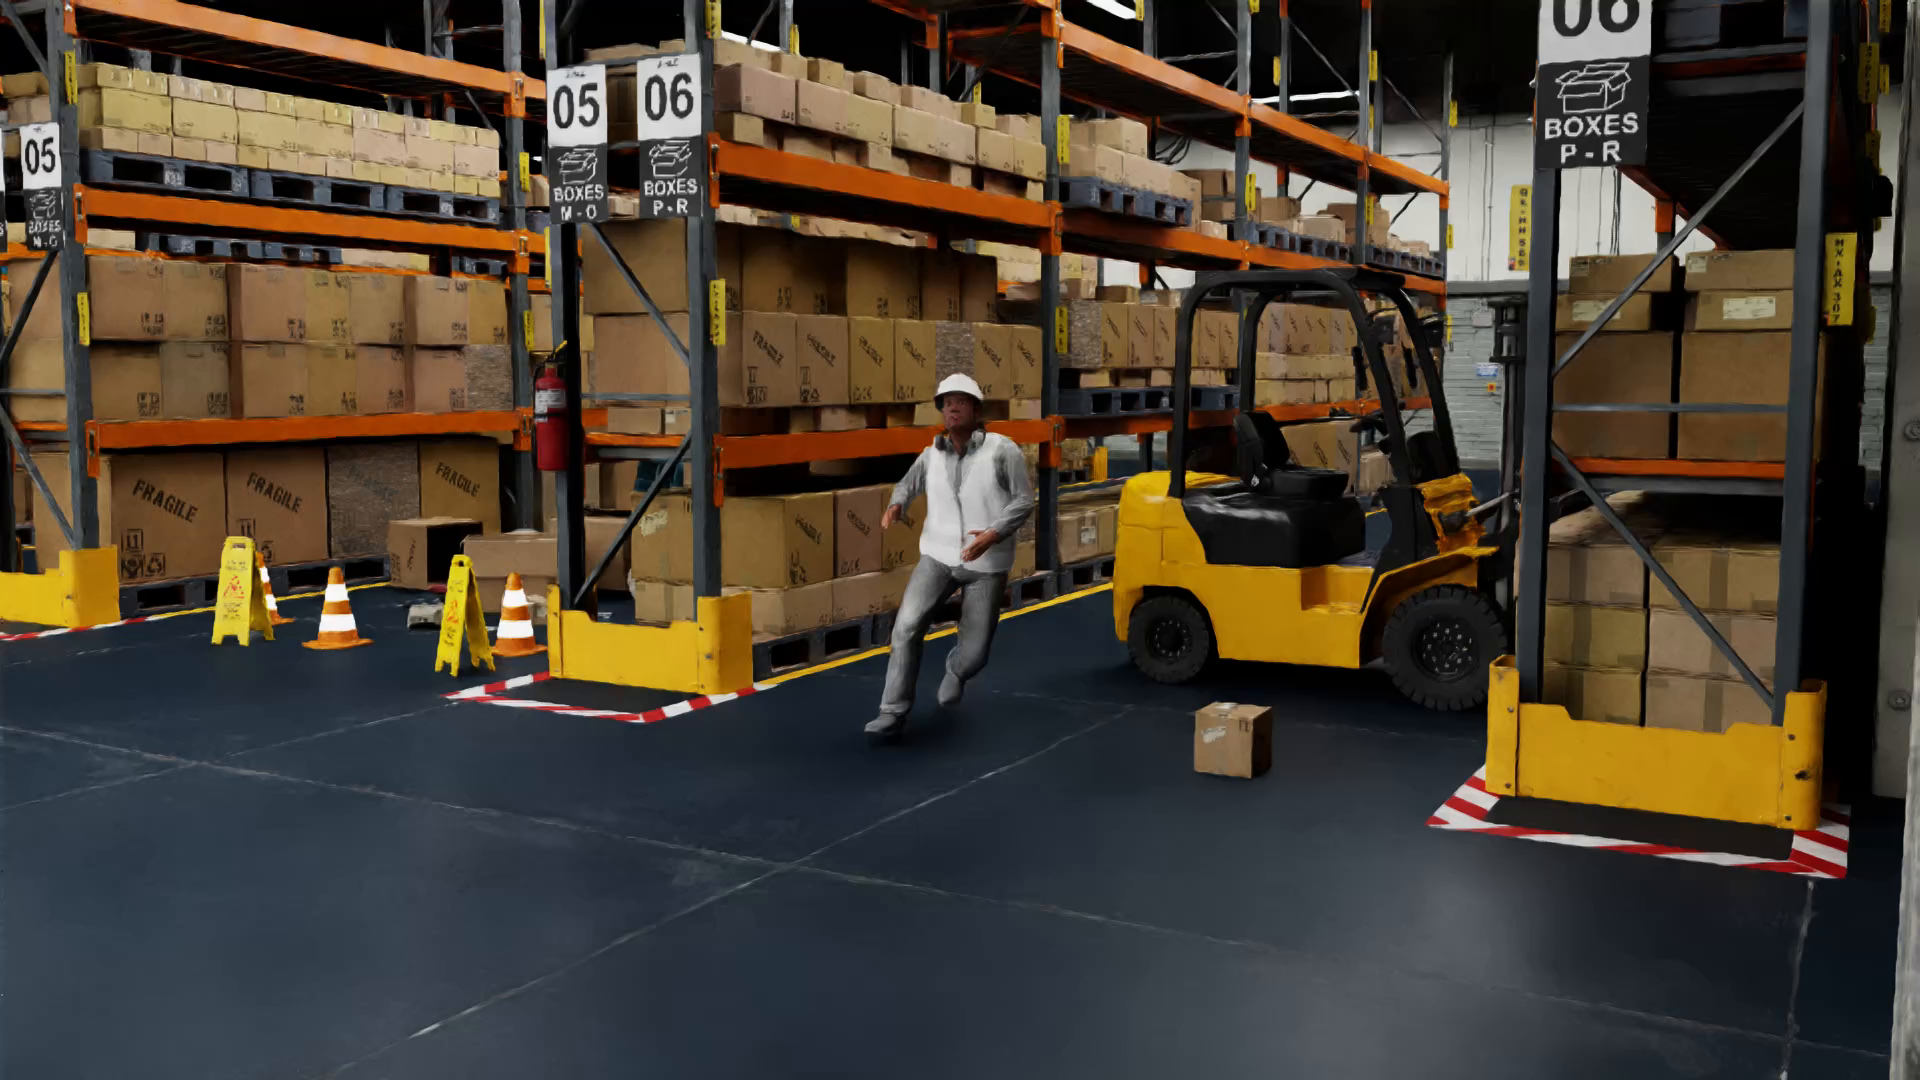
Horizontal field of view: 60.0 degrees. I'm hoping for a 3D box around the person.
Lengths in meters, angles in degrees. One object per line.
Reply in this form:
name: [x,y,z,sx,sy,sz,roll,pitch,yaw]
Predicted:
person: [-0.024,0.056,7.612,0.727,1.633,0.937,1,6,6]
